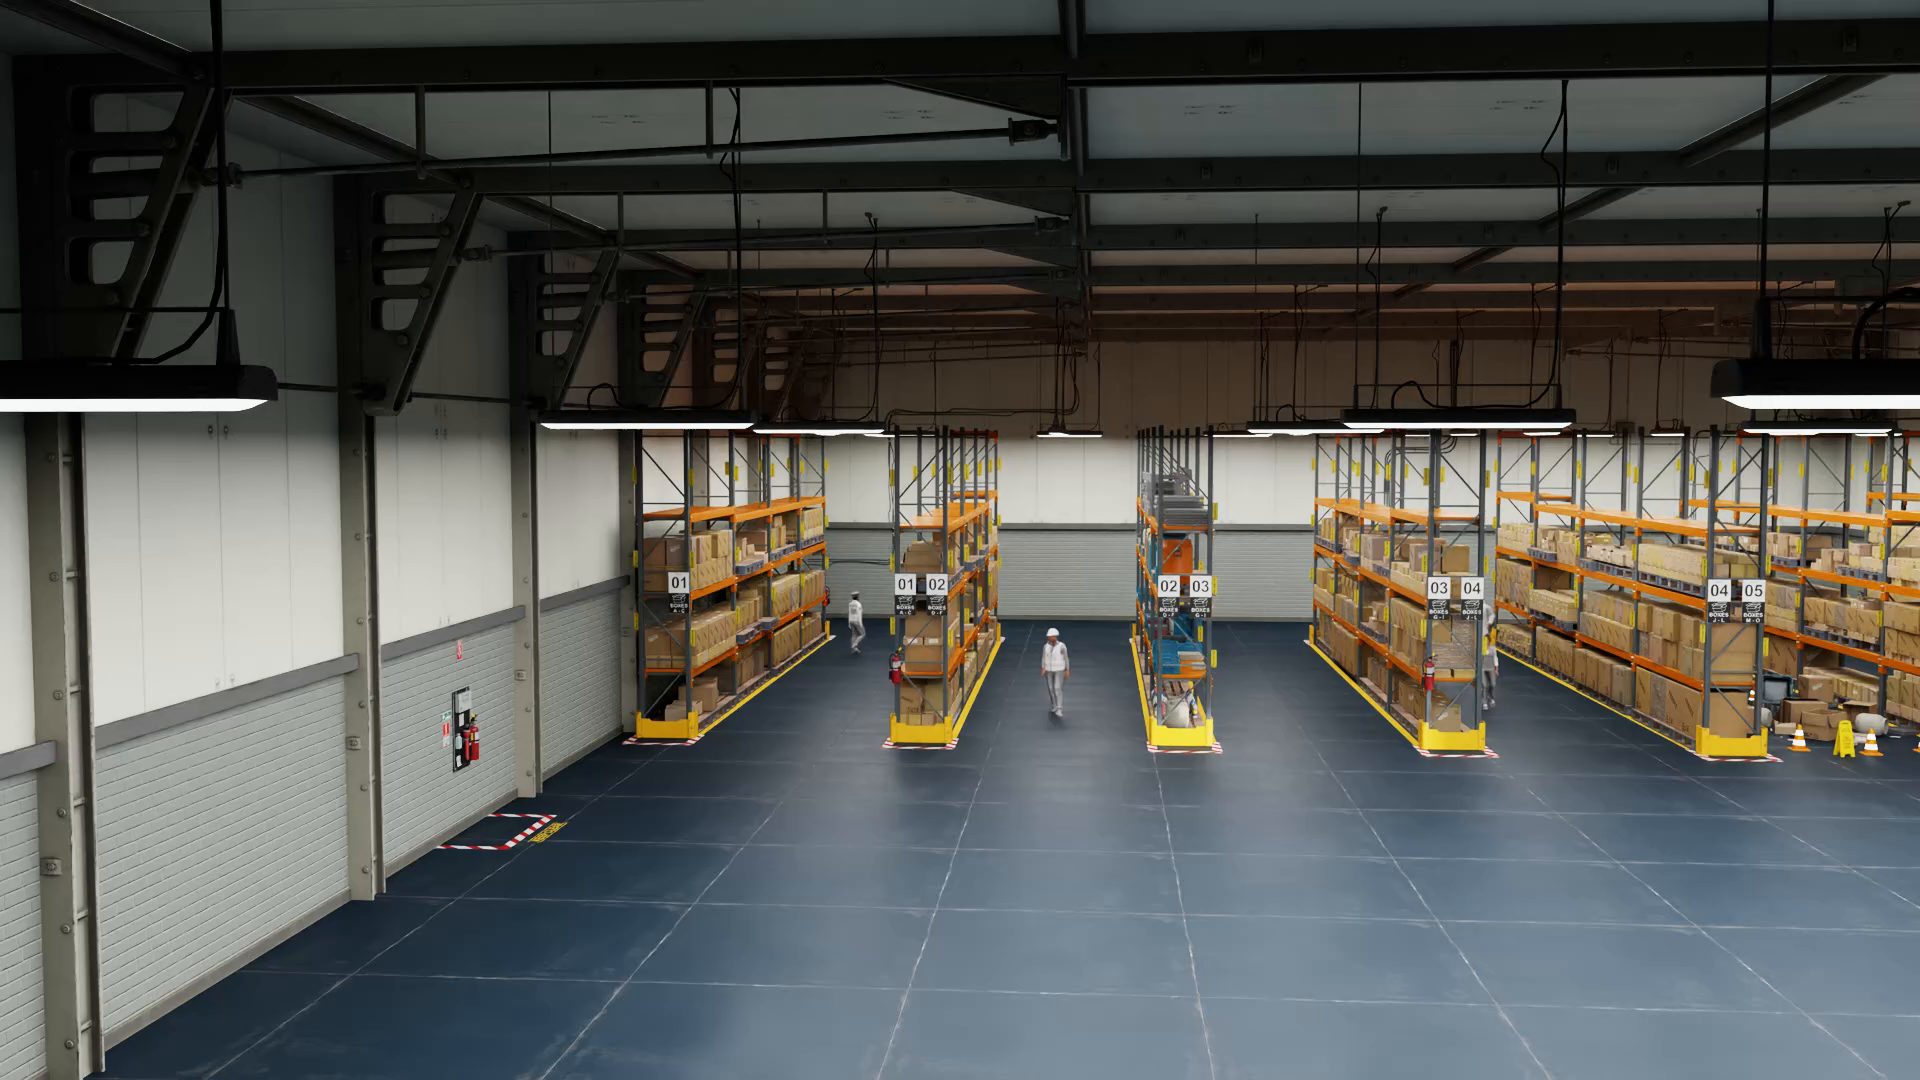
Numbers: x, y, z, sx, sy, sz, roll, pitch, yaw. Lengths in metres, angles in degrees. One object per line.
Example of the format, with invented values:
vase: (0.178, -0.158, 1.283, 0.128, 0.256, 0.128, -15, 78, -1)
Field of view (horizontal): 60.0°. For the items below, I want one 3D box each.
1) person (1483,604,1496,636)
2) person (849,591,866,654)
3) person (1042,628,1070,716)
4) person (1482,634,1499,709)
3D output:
person: (13.571, 2.284, 43.384, 0.751, 1.684, 0.635, 1, 4, 14)
person: (-2.808, 2.215, 44.464, 0.449, 1.677, 0.514, -3, 5, -41)
person: (1.955, 2.747, 34.802, 0.639, 1.771, 0.662, 2, 4, 32)
person: (11.201, 2.790, 35.340, 0.467, 1.604, 0.408, 1, 4, 17)
